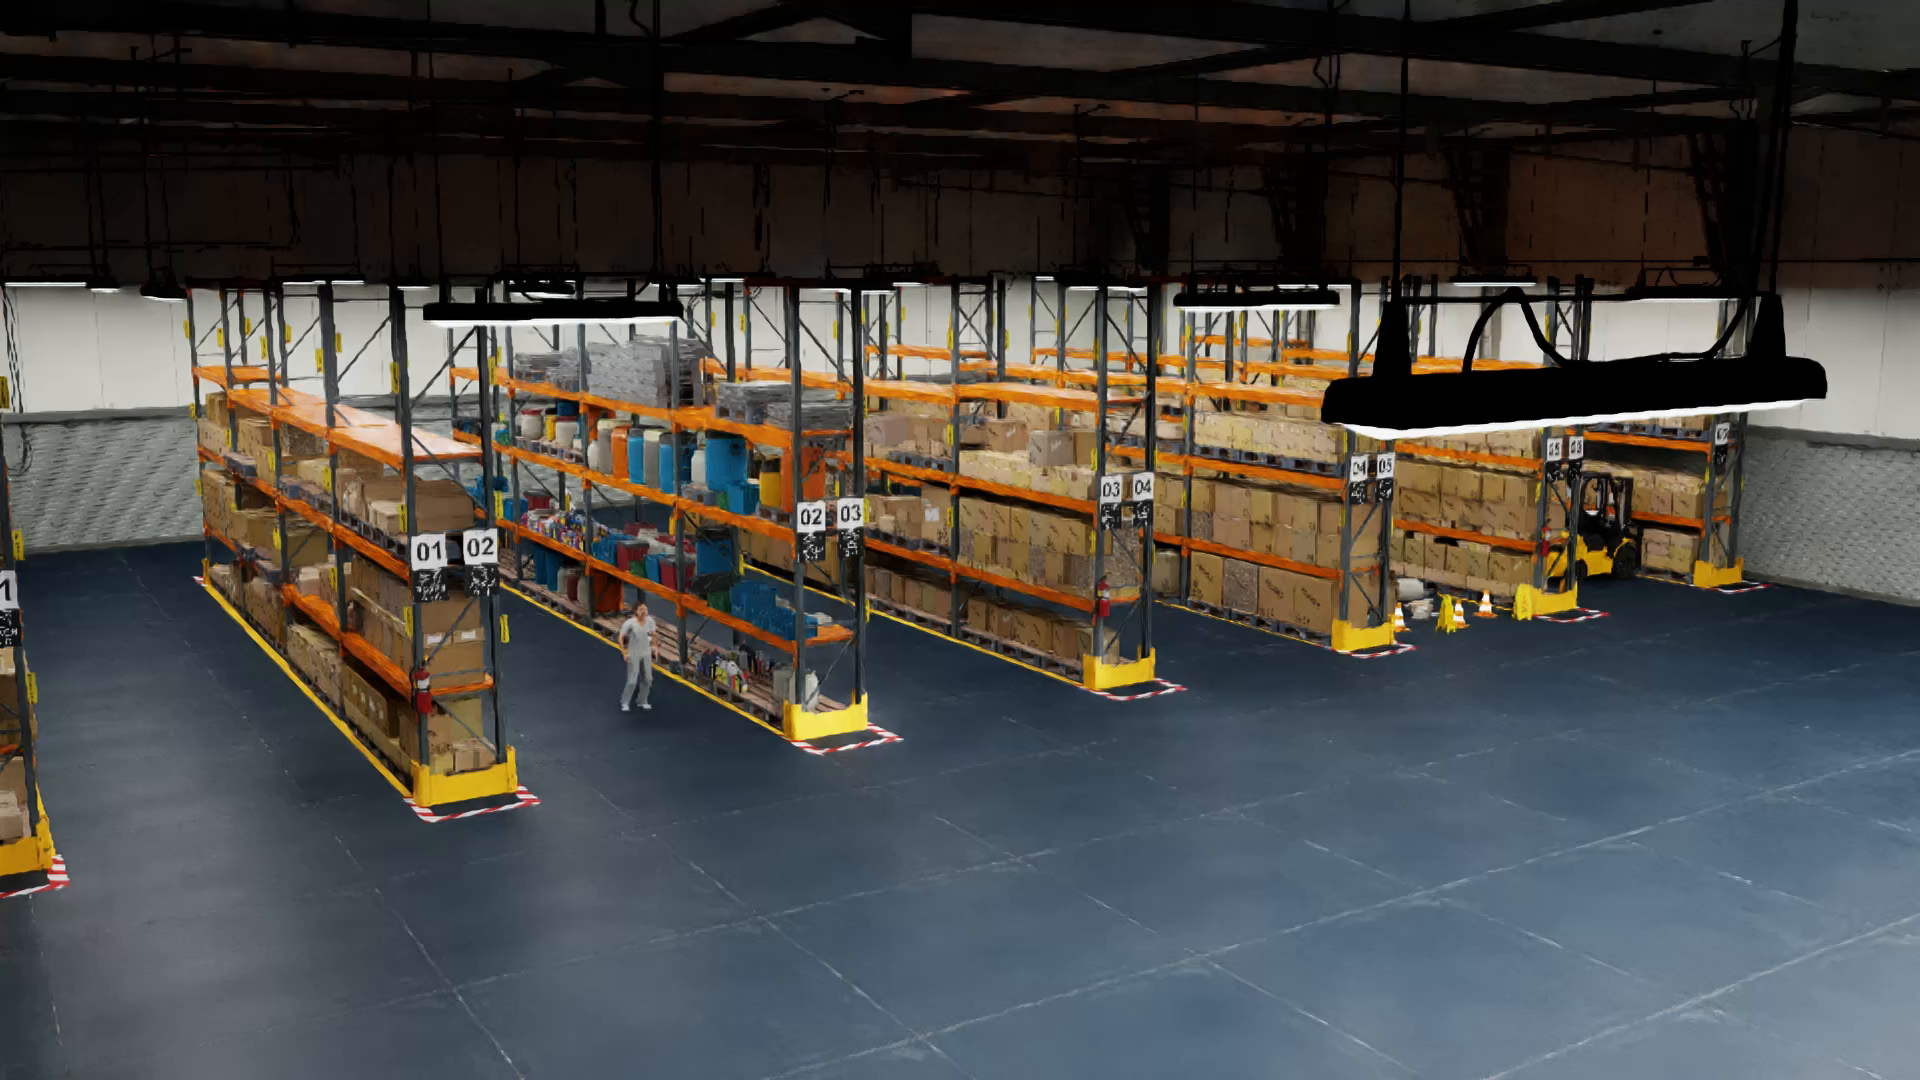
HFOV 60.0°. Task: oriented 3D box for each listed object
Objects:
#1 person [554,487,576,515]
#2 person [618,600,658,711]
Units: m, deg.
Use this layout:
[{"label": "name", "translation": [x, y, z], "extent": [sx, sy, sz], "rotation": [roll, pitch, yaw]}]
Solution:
[{"label": "person", "translation": [-7.951, -0.196, 33.744], "extent": [0.645, 1.772, 0.464], "rotation": [7, 12, 35]}, {"label": "person", "translation": [-4.550, 1.627, 23.518], "extent": [0.580, 1.619, 0.507], "rotation": [-7, 12, -34]}]
